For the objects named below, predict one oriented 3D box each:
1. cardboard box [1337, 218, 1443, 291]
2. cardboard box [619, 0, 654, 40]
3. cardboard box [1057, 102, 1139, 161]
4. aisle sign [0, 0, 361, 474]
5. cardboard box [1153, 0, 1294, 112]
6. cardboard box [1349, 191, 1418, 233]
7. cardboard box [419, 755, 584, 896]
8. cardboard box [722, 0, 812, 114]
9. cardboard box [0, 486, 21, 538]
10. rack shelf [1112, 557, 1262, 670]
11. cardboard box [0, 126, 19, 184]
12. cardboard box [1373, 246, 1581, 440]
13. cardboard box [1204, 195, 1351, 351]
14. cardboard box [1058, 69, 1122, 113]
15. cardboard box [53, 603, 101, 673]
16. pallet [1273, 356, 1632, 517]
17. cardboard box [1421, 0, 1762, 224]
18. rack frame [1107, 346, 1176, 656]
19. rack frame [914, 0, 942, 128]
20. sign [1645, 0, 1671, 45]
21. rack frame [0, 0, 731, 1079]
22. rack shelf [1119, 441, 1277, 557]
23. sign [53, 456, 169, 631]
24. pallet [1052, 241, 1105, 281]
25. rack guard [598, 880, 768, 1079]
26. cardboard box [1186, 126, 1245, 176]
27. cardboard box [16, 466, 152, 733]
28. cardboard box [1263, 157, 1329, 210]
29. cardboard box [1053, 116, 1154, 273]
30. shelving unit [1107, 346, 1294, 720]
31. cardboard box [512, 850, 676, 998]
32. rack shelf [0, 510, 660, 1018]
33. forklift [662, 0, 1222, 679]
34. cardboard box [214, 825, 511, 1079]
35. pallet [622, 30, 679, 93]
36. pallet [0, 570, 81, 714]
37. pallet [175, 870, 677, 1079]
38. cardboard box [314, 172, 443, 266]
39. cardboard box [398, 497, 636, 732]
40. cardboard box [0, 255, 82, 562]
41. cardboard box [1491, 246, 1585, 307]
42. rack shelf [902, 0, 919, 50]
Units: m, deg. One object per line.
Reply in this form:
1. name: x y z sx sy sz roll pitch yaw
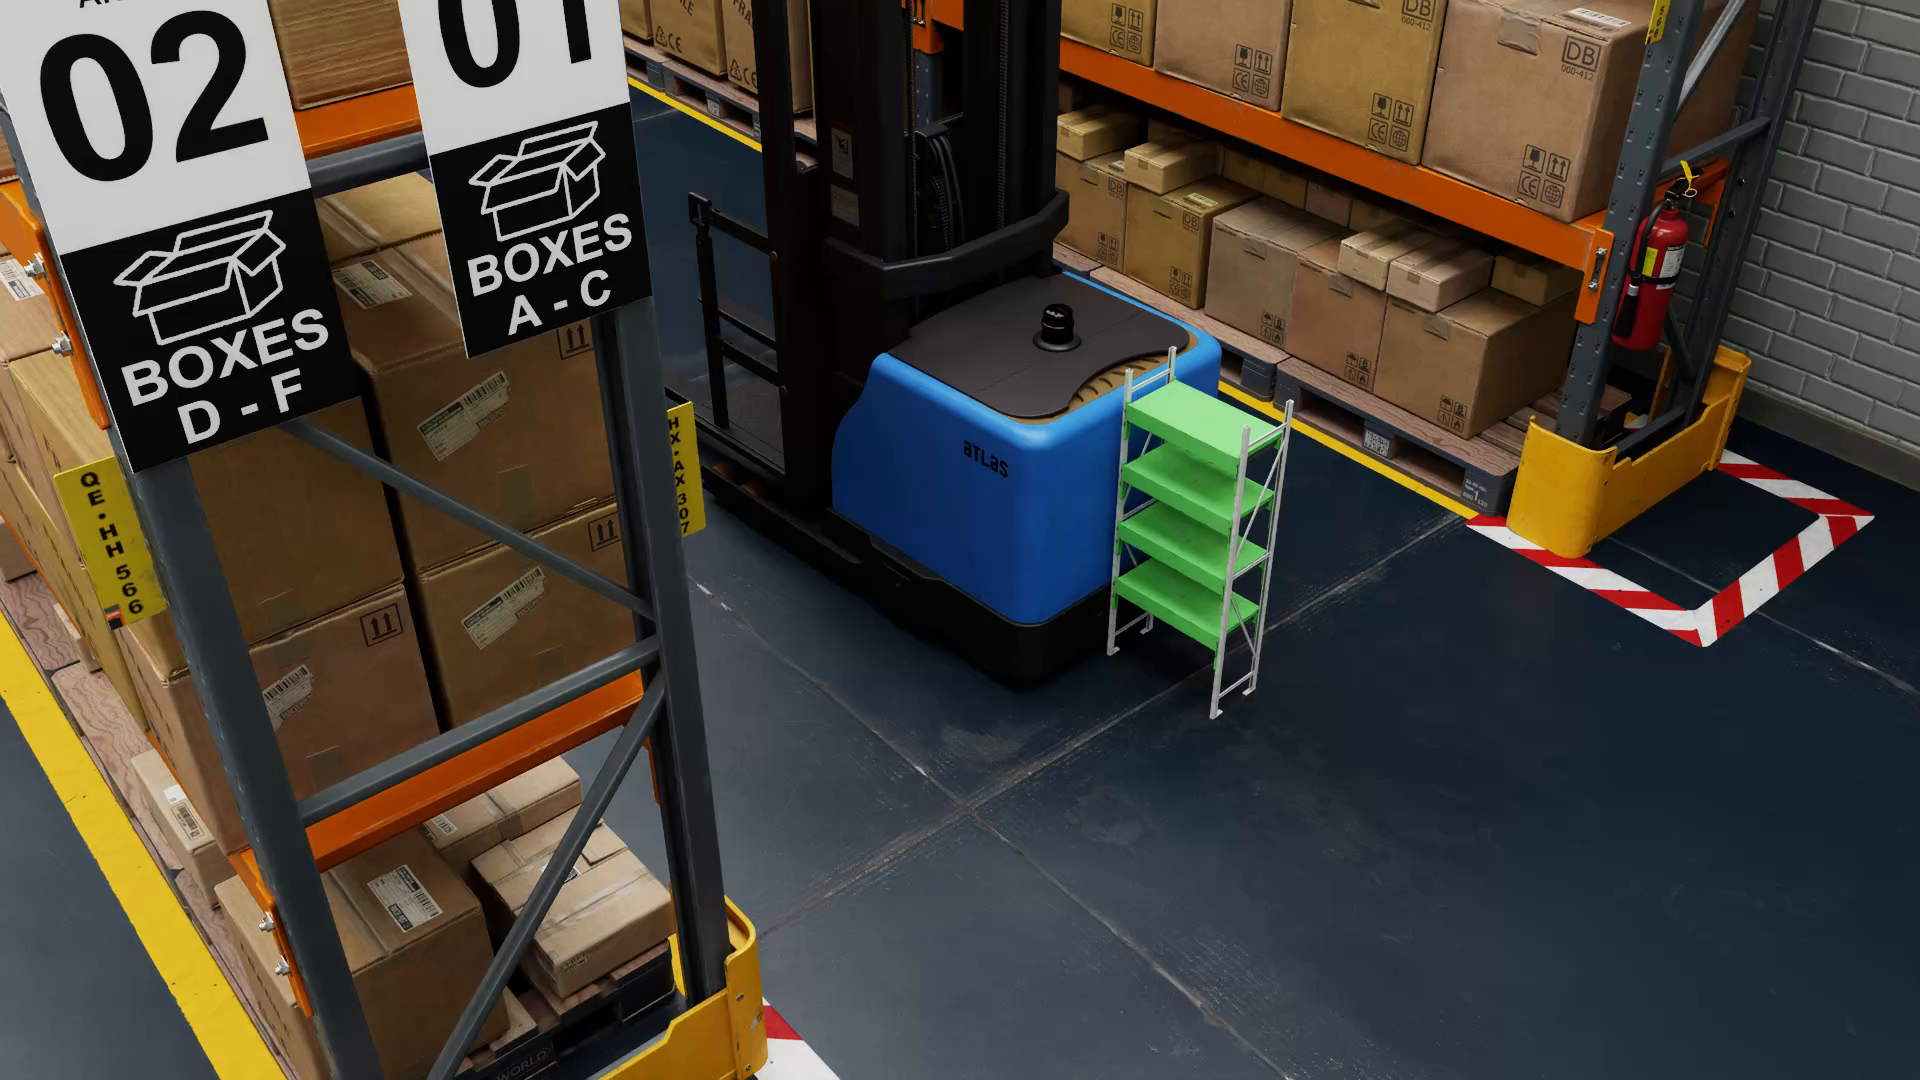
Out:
1. cardboard box: 1.843 -1.226 7.124 0.380 0.149 0.250 -25 42 -31
2. cardboard box: -2.030 -3.890 11.144 0.750 0.750 0.750 -27 43 -32
3. cardboard box: 0.663 -2.032 8.261 0.380 0.149 0.250 -24 42 -30
4. aisle sign: -1.213 -0.504 2.618 0.394 0.787 0.004 -26 43 -32
5. cardboard box: 1.459 -2.438 7.338 0.980 0.700 0.700 -28 44 -34
6. cardboard box: 1.975 -1.478 7.480 0.380 0.149 0.250 -26 43 -31
7. cardboard box: -1.480 0.788 5.040 0.500 0.250 0.500 -26 43 -32
8. cardboard box: -0.917 -3.127 10.067 0.750 0.750 0.750 -25 42 -30
9. cardboard box: -2.500 -0.398 4.629 0.500 0.500 0.500 -27 43 -32
10. rack shelf: 0.804 0.239 5.901 0.258 0.148 0.480 -29 44 -34
11. cardboard box: -1.556 -0.879 2.931 0.500 0.250 0.500 -26 43 -32
12. cardboard box: 2.231 -0.860 7.169 0.700 0.500 0.500 -26 43 -32
13. cardboard box: 1.583 -1.303 7.794 0.700 0.500 0.500 -28 44 -33
14. cardboard box: 0.640 -2.389 8.766 0.380 0.149 0.250 -26 43 -32
15. cardboard box: -2.933 0.267 5.849 0.380 0.166 0.250 -26 43 -32
16. pallet: 2.183 -0.623 7.447 1.003 0.211 1.213 -26 43 -32
17. cardboard box: 2.422 -1.781 6.410 0.980 0.700 0.700 -24 42 -30
18. rack frame: 0.635 -0.111 5.869 0.240 1.200 0.015 -29 44 -34
19. rack frame: 0.177 -3.203 8.677 1.000 3.000 0.127 -26 43 -32
20. sign: 2.335 -1.810 5.504 0.100 0.325 0.005 -26 43 -32
21. rack frame: -1.023 0.412 3.573 1.000 3.000 0.127 -26 43 -32
22. rack shelf: 0.804 -0.153 5.623 0.258 0.148 0.480 -29 44 -34
23. sign: -1.460 0.009 2.867 0.100 0.325 0.005 -26 43 -32
24. pallet: 0.608 -1.700 8.968 1.003 0.211 1.213 -26 43 -32
25. rack guard: -1.072 1.399 4.343 1.175 0.500 0.348 -26 43 -32
26. cardboard box: 1.314 -1.929 8.117 0.380 0.149 0.250 -26 43 -31
27. cardboard box: -1.857 0.047 4.001 0.500 0.500 0.500 -26 43 -31
28. cardboard box: 1.644 -1.703 7.798 0.380 0.149 0.250 -26 43 -31
29. cardboard box: 0.903 -1.763 8.443 0.700 0.500 0.500 -26 43 -32
30. shelving unit: 0.804 -0.009 5.725 0.258 1.200 0.503 -29 44 -34
31. cardboard box: -1.031 1.083 4.712 0.380 0.149 0.250 -26 43 -32
32. rack shelf: -2.314 -0.177 5.028 1.077 0.370 4.000 -26 43 -32
33. forklift: -0.432 -1.457 6.271 1.130 2.935 3.031 -29 44 -34
34. cardboard box: -1.562 1.104 4.377 0.500 0.500 0.500 -26 43 -32
35. pallet: -1.953 -3.455 11.446 1.003 0.211 1.213 -26 43 -32
36. pallet: -3.162 0.088 6.444 1.003 0.211 1.213 -26 43 -32
37. pallet: -1.587 1.165 4.923 1.003 0.211 1.213 -26 43 -32
38. cardboard box: -1.451 -0.559 3.992 0.500 0.500 0.500 -26 43 -31
39. cardboard box: -1.108 0.077 3.959 0.500 0.500 0.500 -25 42 -31
40. cardboard box: -1.847 -0.353 3.702 0.500 0.500 0.500 -25 42 -31
41. cardboard box: 2.464 -1.144 7.009 0.380 0.149 0.250 -26 43 -31
42. rack shelf: -1.113 -3.793 10.132 1.077 0.370 4.000 -26 43 -32
